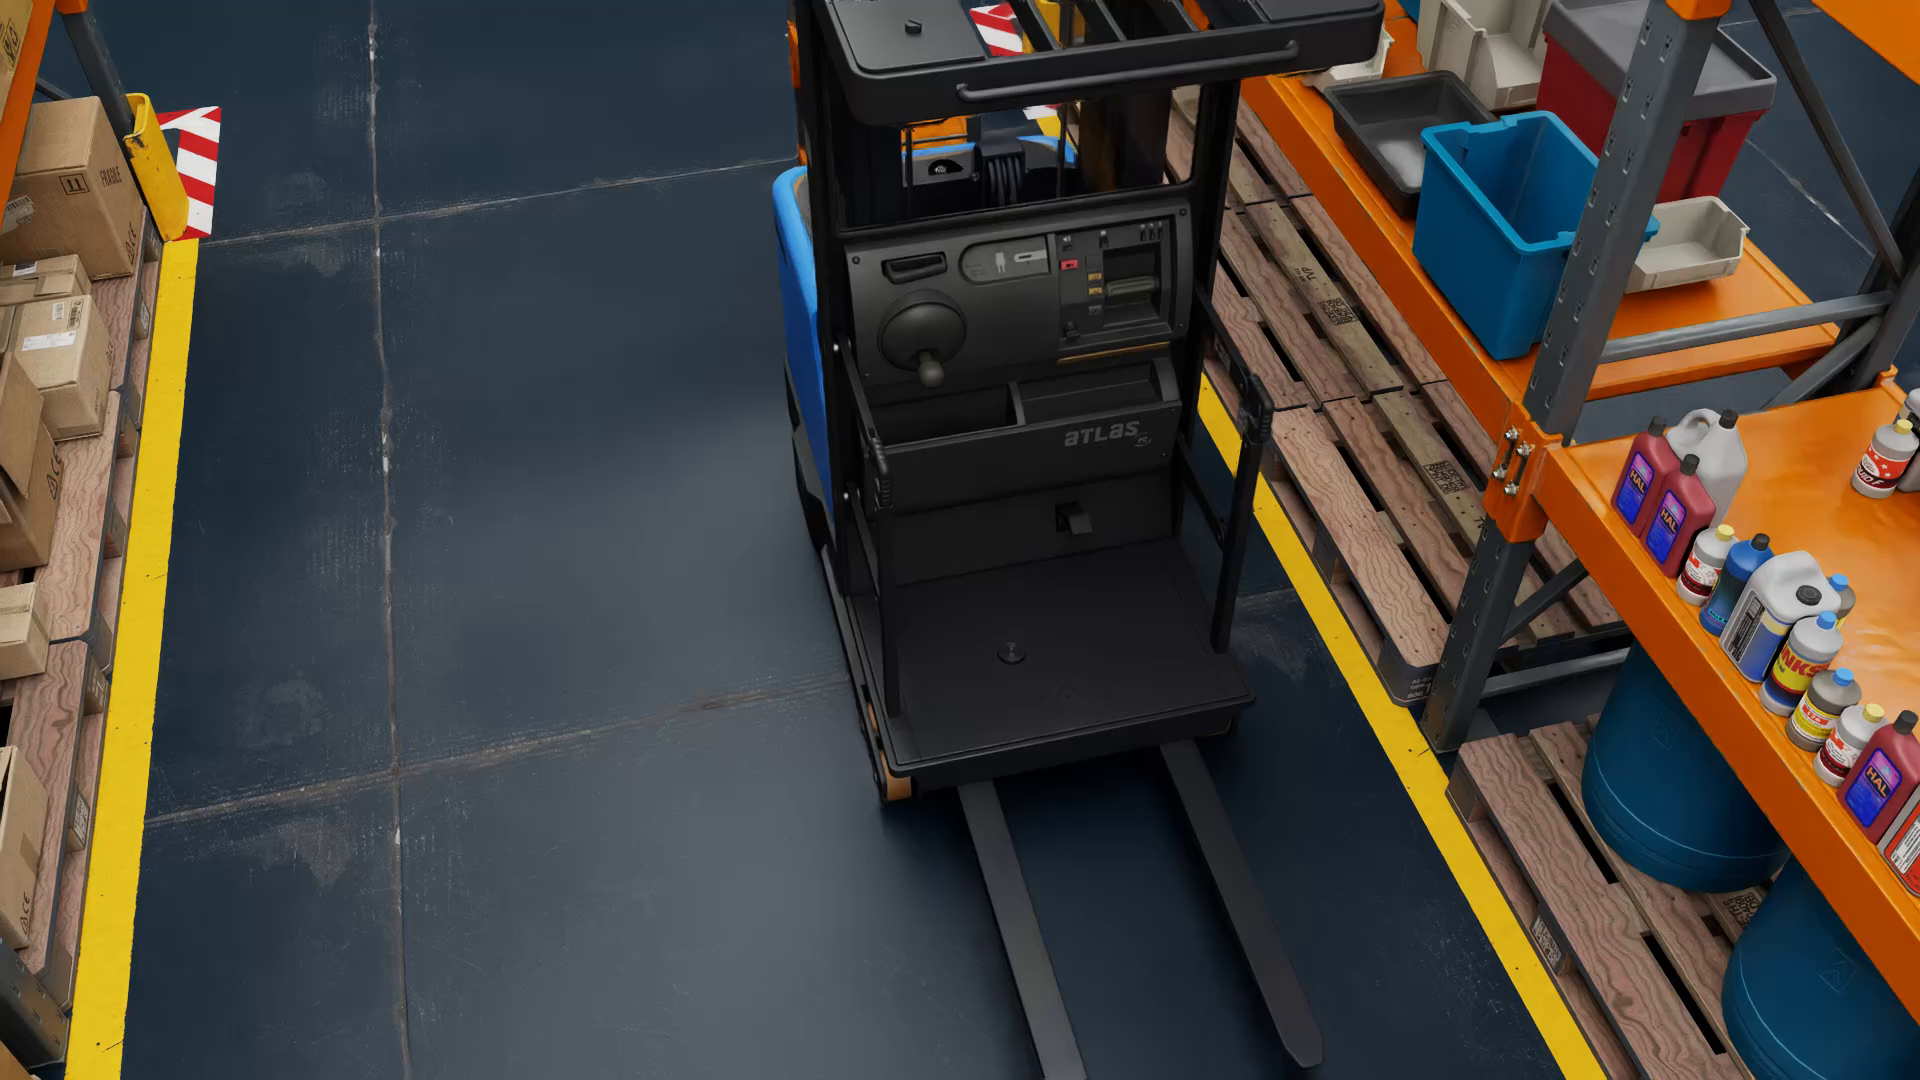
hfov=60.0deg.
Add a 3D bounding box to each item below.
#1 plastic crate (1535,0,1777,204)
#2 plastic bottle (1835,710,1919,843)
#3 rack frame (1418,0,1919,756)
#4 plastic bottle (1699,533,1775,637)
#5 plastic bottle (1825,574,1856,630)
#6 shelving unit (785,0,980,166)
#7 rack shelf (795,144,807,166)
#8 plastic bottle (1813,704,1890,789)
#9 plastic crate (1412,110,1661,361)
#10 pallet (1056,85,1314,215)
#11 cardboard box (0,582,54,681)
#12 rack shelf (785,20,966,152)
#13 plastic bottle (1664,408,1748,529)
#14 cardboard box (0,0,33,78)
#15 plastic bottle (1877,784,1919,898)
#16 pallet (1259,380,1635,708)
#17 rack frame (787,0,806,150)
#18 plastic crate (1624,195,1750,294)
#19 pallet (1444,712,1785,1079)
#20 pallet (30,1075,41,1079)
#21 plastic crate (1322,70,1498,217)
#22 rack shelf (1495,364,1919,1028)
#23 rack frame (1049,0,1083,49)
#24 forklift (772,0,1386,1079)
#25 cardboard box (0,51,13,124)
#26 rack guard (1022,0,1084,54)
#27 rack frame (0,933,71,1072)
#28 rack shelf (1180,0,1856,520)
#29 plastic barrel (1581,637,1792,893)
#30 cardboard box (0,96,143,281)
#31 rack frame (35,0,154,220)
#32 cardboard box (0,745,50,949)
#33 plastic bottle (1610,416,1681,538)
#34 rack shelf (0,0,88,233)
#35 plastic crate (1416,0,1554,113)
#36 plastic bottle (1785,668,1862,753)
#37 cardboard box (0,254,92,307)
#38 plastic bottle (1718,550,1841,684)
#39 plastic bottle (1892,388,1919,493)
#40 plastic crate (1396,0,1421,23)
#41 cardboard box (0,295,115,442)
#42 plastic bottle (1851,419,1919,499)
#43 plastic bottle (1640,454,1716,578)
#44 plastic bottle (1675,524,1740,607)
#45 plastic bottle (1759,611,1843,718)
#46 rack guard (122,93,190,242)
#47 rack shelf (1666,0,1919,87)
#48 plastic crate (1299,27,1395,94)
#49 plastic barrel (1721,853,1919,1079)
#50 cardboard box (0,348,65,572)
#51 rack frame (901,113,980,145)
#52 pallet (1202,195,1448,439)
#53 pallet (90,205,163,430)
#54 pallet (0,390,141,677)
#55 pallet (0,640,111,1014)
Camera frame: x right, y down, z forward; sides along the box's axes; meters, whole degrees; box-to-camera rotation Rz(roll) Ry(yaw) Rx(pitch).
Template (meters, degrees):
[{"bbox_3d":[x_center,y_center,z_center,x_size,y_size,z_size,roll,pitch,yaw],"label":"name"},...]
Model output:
[{"bbox_3d":[1.942,-1.227,4.765,0.402,0.464,0.583,-11,47,-10],"label":"plastic crate"},{"bbox_3d":[1.837,0.464,3.277,0.061,0.283,0.133,-11,47,-10],"label":"plastic bottle"},{"bbox_3d":[1.928,-0.521,4.161,1.000,3.000,0.127,-11,47,-10],"label":"rack frame"},{"bbox_3d":[1.716,0.091,3.651,0.097,0.271,0.097,0,46,0],"label":"plastic bottle"},{"bbox_3d":[1.888,0.155,3.637,0.097,0.201,0.097,0,46,0],"label":"plastic bottle"},{"bbox_3d":[-0.292,-1.355,6.290,0.538,1.125,1.048,-9,46,-9],"label":"shelving unit"},{"bbox_3d":[-0.292,-1.184,6.465,0.538,0.278,1.000,-9,46,-9],"label":"rack shelf"},{"bbox_3d":[1.825,0.410,3.387,0.097,0.201,0.097,0,46,0],"label":"plastic bottle"},{"bbox_3d":[1.479,-0.797,4.400,0.392,0.384,0.575,-11,47,-10],"label":"plastic crate"},{"bbox_3d":[1.078,-1.730,7.298,1.003,0.211,1.213,-11,47,-10],"label":"pallet"},{"bbox_3d":[-2.991,0.295,5.037,0.380,0.166,0.250,-11,47,-10],"label":"cardboard box"},{"bbox_3d":[-0.292,-1.560,6.081,0.538,0.278,1.000,-9,46,-9],"label":"rack shelf"},{"bbox_3d":[1.715,-0.174,3.855,0.144,0.351,0.185,-11,47,-10],"label":"plastic bottle"},{"bbox_3d":[-3.371,-1.798,5.342,0.500,0.500,0.500,-10,46,-10],"label":"cardboard box"},{"bbox_3d":[1.915,0.551,3.197,0.152,0.276,0.135,-11,47,-10],"label":"plastic bottle"},{"bbox_3d":[1.702,-0.046,5.647,1.003,0.211,1.213,-11,47,-10],"label":"pallet"},{"bbox_3d":[-0.405,-1.709,6.637,0.500,1.125,0.032,-9,46,-9],"label":"rack frame"},{"bbox_3d":[1.947,-0.797,4.574,0.396,0.136,0.243,-11,47,-10],"label":"plastic crate"},{"bbox_3d":[2.085,0.995,4.627,1.003,0.211,1.213,-11,47,-10],"label":"pallet"},{"bbox_3d":[-2.617,1.913,3.728,1.003,0.211,1.213,-11,47,-10],"label":"pallet"},{"bbox_3d":[1.382,-1.170,4.947,0.437,0.125,0.590,-11,47,-10],"label":"plastic crate"},{"bbox_3d":[2.440,1.111,3.064,1.077,0.370,4.000,-11,47,-10],"label":"rack shelf"},{"bbox_3d":[0.904,-3.283,6.867,1.000,3.000,0.127,-11,47,-10],"label":"rack frame"},{"bbox_3d":[0.221,-0.554,4.241,1.130,2.935,3.031,-10,46,-10],"label":"forklift"},{"bbox_3d":[-3.249,-1.452,5.003,0.500,0.500,0.500,-10,46,-10],"label":"cardboard box"},{"bbox_3d":[0.885,-2.422,7.774,1.175,0.500,0.348,-11,47,-10],"label":"rack guard"},{"bbox_3d":[-2.861,0.382,3.276,1.000,3.000,0.127,-11,47,-10],"label":"rack frame"},{"bbox_3d":[1.416,-1.650,5.771,1.077,0.370,4.000,-11,47,-10],"label":"rack shelf"},{"bbox_3d":[2.051,0.445,4.389,0.600,0.901,0.708,-11,47,-10],"label":"plastic barrel"},{"bbox_3d":[-3.508,-1.328,6.394,0.500,0.500,0.500,-11,47,-10],"label":"cardboard box"},{"bbox_3d":[-3.885,-2.380,5.982,1.000,3.000,0.127,-11,47,-10],"label":"rack frame"},{"bbox_3d":[-2.760,0.840,4.401,0.500,0.311,0.500,-11,47,-10],"label":"cardboard box"},{"bbox_3d":[1.609,-0.149,3.878,0.061,0.283,0.133,-11,47,-10],"label":"plastic bottle"},{"bbox_3d":[-3.373,-0.747,4.886,1.077,0.370,4.000,-11,47,-10],"label":"rack shelf"},{"bbox_3d":[1.715,-1.589,5.248,0.437,0.282,0.530,-11,47,-10],"label":"plastic crate"},{"bbox_3d":[1.800,0.342,3.453,0.097,0.201,0.097,0,46,0],"label":"plastic bottle"},{"bbox_3d":[-3.491,-0.916,6.223,0.380,0.166,0.250,-11,47,-10],"label":"cardboard box"},{"bbox_3d":[1.772,0.164,3.576,0.152,0.276,0.135,-11,47,-10],"label":"plastic bottle"},{"bbox_3d":[2.341,-0.265,3.996,0.152,0.276,0.135,-11,47,-10],"label":"plastic bottle"},{"bbox_3d":[1.678,-1.874,5.562,0.416,0.233,0.300,-11,47,-10],"label":"plastic crate"},{"bbox_3d":[-3.294,-0.580,5.835,0.500,0.250,0.500,-11,47,-10],"label":"cardboard box"},{"bbox_3d":[2.225,-0.203,3.988,0.097,0.201,0.097,0,46,0],"label":"plastic bottle"},{"bbox_3d":[1.644,-0.057,3.787,0.061,0.283,0.133,-11,47,-10],"label":"plastic bottle"},{"bbox_3d":[1.691,0.048,3.742,0.097,0.201,0.097,0,46,0],"label":"plastic bottle"},{"bbox_3d":[1.775,0.251,3.494,0.097,0.271,0.097,0,46,0],"label":"plastic bottle"},{"bbox_3d":[-3.866,-1.452,6.823,1.175,0.500,0.348,-11,47,-10],"label":"rack guard"},{"bbox_3d":[2.440,0.062,1.993,1.077,0.370,4.000,-11,47,-10],"label":"rack shelf"},{"bbox_3d":[1.192,-1.597,5.358,0.293,0.136,0.466,-11,47,-10],"label":"plastic crate"},{"bbox_3d":[2.232,0.934,3.910,0.600,0.901,0.708,-11,47,-10],"label":"plastic barrel"},{"bbox_3d":[-3.347,-0.194,5.280,0.797,0.503,0.637,-11,47,-10],"label":"cardboard box"},{"bbox_3d":[-0.179,-1.001,5.943,0.500,1.125,0.032,-9,46,-9],"label":"rack frame"},{"bbox_3d":[1.386,-0.890,6.474,1.003,0.211,1.213,-11,47,-10],"label":"pallet"},{"bbox_3d":[-3.661,-0.801,6.387,1.003,0.211,1.213,-11,47,-10],"label":"pallet"},{"bbox_3d":[-3.352,0.040,5.563,1.003,0.211,1.213,-11,47,-10],"label":"pallet"},{"bbox_3d":[-3.036,0.884,4.736,1.003,0.211,1.213,-11,47,-10],"label":"pallet"}]
